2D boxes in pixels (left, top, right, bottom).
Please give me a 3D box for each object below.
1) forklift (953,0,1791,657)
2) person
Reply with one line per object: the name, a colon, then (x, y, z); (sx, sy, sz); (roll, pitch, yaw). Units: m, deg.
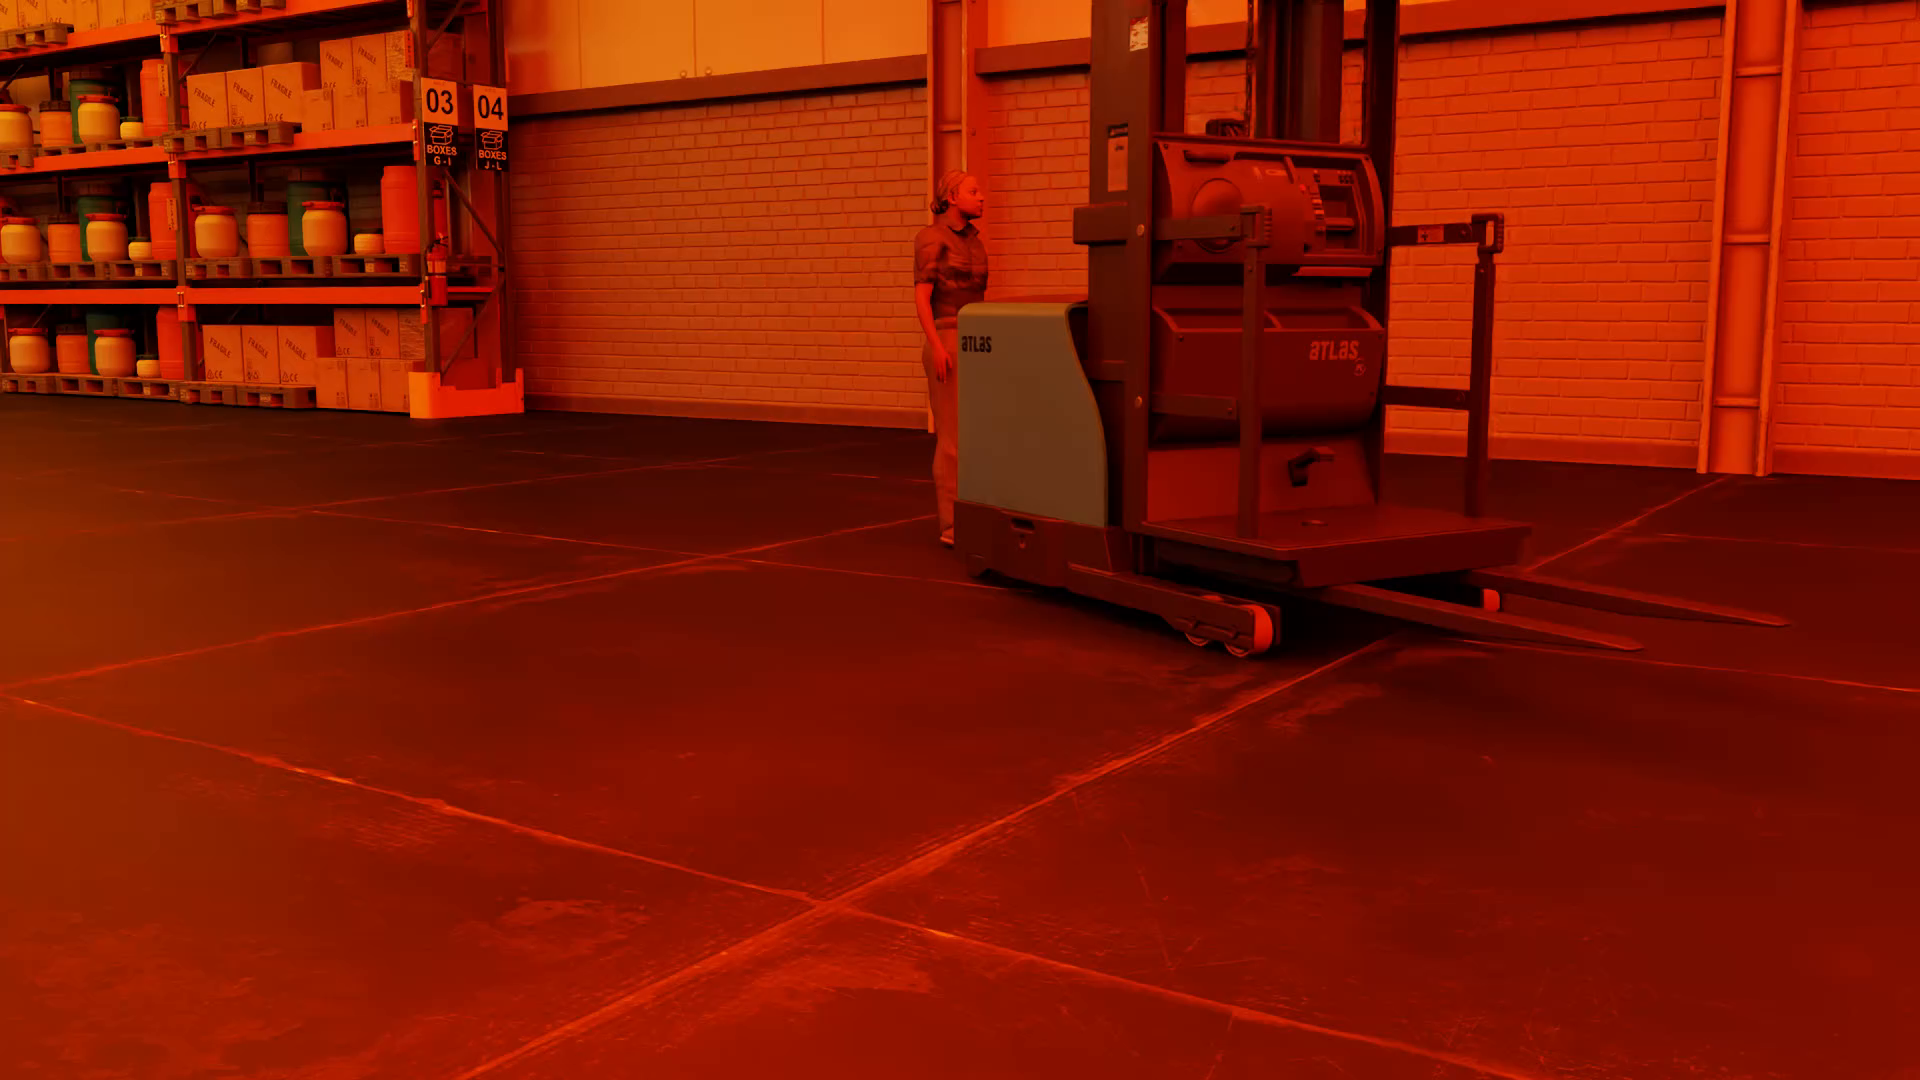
forklift: (1.164, -1.166, 5.391); (1.130, 2.935, 3.031); (-5, 9, -31)
person: (0.061, -0.817, 7.421); (0.504, 1.655, 0.569); (5, 10, 34)
